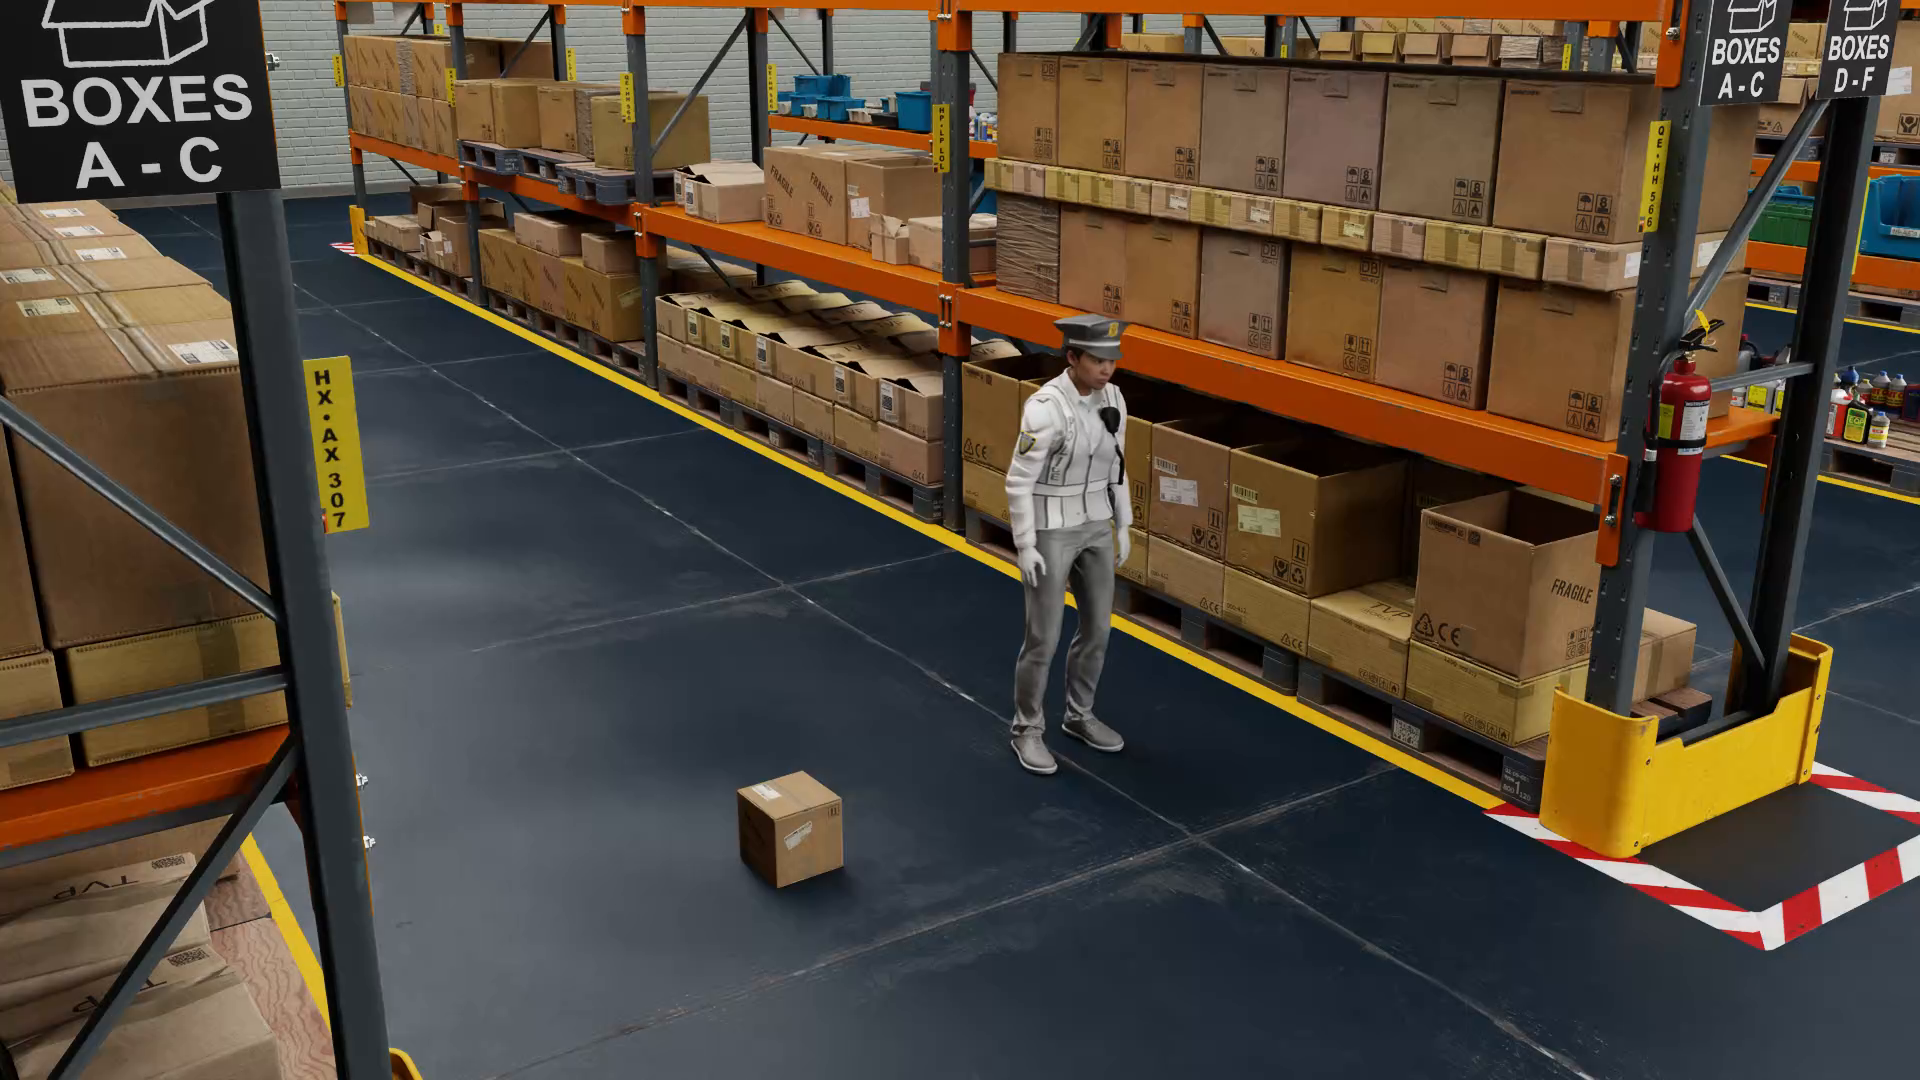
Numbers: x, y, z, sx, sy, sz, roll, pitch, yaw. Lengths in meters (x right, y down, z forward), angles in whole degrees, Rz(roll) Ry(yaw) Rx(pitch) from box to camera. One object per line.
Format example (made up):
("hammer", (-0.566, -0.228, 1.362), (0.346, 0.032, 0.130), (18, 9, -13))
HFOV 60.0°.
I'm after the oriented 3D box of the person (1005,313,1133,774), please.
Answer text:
("person", (0.411, -0.006, 6.069), (0.534, 1.662, 0.379), (-12, 22, -33))
